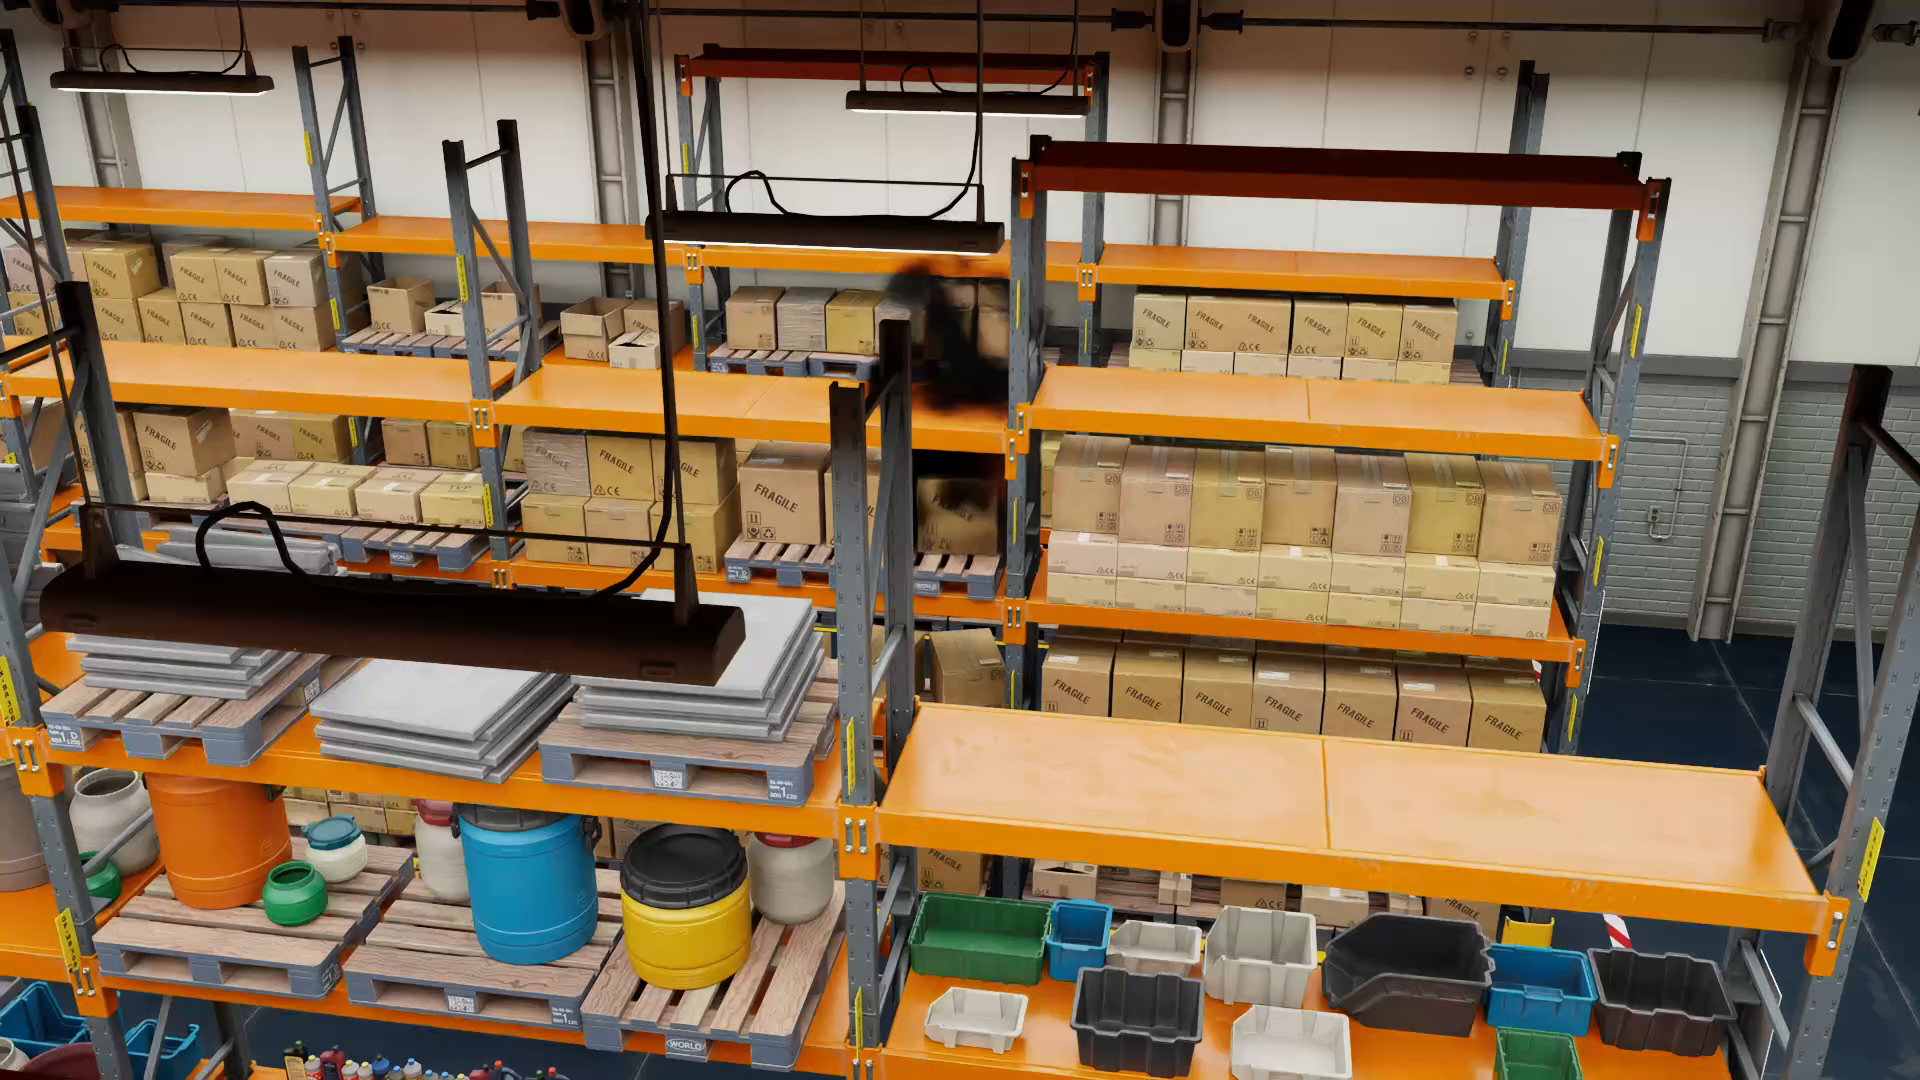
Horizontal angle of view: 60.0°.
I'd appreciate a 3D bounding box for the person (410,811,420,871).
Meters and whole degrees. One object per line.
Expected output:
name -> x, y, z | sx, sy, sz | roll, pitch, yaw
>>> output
person -> -3.486, 2.576, 11.452 | 0.691, 1.677, 0.565 | -1, 23, -3
